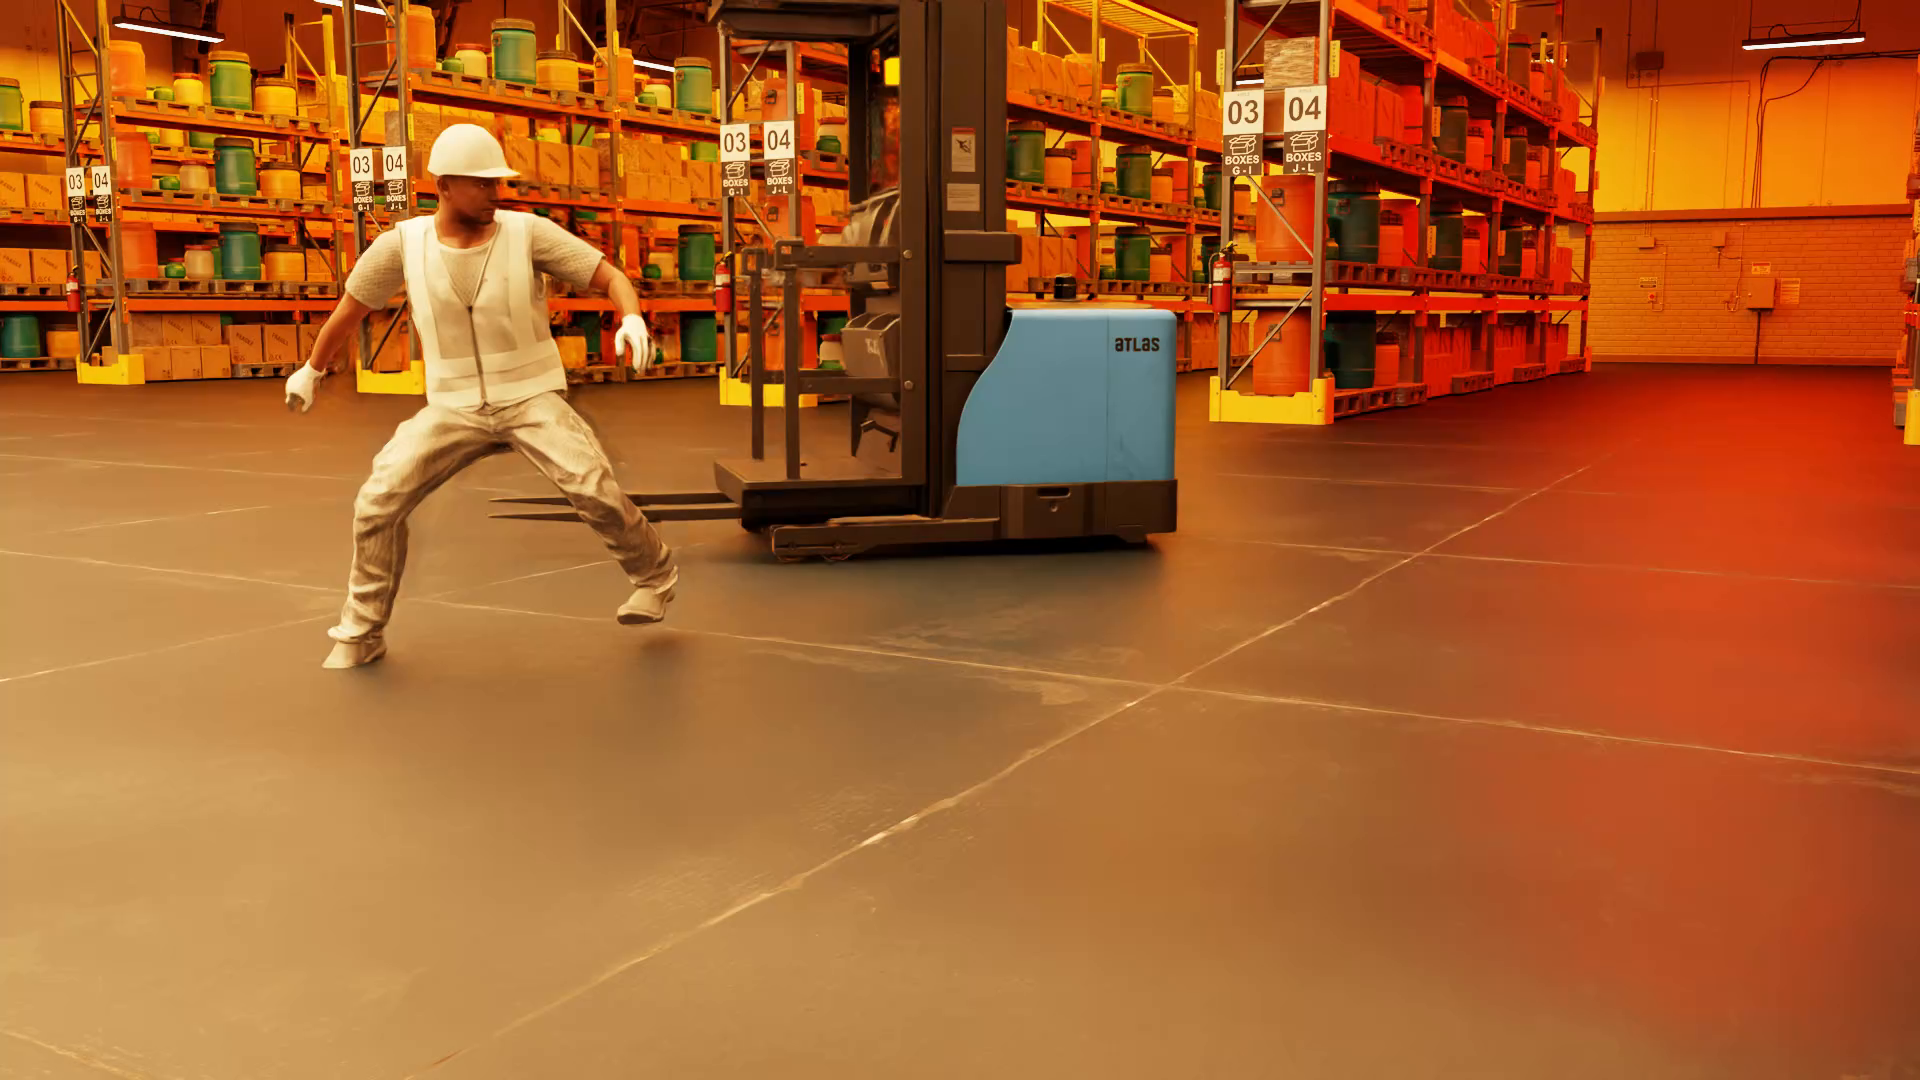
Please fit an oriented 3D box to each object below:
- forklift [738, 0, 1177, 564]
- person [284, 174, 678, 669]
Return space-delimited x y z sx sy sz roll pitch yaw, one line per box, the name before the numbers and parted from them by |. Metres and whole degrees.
forklift | -0.586 -1.429 7.449 3.031 2.935 1.130 -2 8 -15
person | -1.522 -0.387 5.141 1.232 1.663 0.556 0 8 -2
